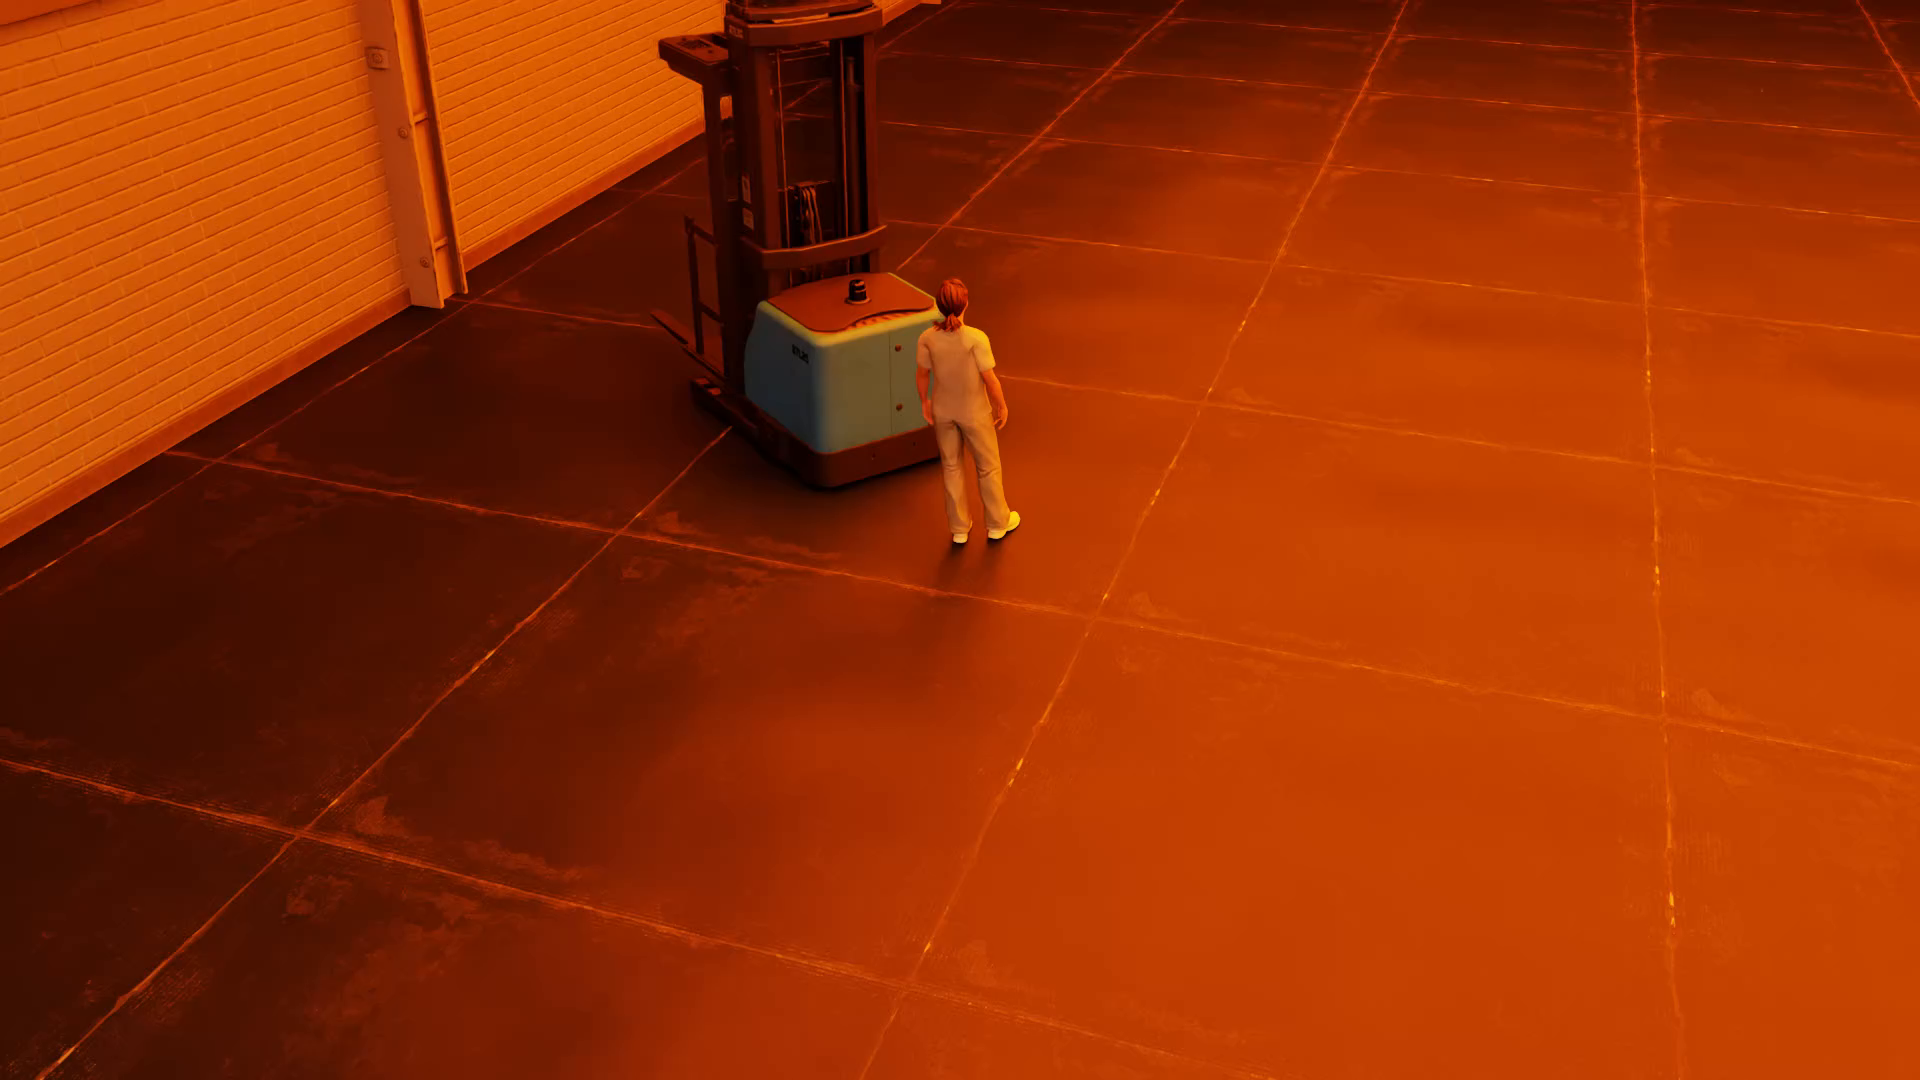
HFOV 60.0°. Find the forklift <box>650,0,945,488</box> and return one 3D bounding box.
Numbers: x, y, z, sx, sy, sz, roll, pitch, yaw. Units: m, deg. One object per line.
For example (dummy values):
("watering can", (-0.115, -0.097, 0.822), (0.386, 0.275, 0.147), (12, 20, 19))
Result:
("forklift", (-1.260, -2.291, 11.156), (1.130, 2.935, 3.031), (-18, 34, -28))

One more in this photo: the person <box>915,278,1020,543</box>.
("person", (0.037, -0.767, 9.734), (0.549, 1.674, 0.548), (10, 31, 16))
